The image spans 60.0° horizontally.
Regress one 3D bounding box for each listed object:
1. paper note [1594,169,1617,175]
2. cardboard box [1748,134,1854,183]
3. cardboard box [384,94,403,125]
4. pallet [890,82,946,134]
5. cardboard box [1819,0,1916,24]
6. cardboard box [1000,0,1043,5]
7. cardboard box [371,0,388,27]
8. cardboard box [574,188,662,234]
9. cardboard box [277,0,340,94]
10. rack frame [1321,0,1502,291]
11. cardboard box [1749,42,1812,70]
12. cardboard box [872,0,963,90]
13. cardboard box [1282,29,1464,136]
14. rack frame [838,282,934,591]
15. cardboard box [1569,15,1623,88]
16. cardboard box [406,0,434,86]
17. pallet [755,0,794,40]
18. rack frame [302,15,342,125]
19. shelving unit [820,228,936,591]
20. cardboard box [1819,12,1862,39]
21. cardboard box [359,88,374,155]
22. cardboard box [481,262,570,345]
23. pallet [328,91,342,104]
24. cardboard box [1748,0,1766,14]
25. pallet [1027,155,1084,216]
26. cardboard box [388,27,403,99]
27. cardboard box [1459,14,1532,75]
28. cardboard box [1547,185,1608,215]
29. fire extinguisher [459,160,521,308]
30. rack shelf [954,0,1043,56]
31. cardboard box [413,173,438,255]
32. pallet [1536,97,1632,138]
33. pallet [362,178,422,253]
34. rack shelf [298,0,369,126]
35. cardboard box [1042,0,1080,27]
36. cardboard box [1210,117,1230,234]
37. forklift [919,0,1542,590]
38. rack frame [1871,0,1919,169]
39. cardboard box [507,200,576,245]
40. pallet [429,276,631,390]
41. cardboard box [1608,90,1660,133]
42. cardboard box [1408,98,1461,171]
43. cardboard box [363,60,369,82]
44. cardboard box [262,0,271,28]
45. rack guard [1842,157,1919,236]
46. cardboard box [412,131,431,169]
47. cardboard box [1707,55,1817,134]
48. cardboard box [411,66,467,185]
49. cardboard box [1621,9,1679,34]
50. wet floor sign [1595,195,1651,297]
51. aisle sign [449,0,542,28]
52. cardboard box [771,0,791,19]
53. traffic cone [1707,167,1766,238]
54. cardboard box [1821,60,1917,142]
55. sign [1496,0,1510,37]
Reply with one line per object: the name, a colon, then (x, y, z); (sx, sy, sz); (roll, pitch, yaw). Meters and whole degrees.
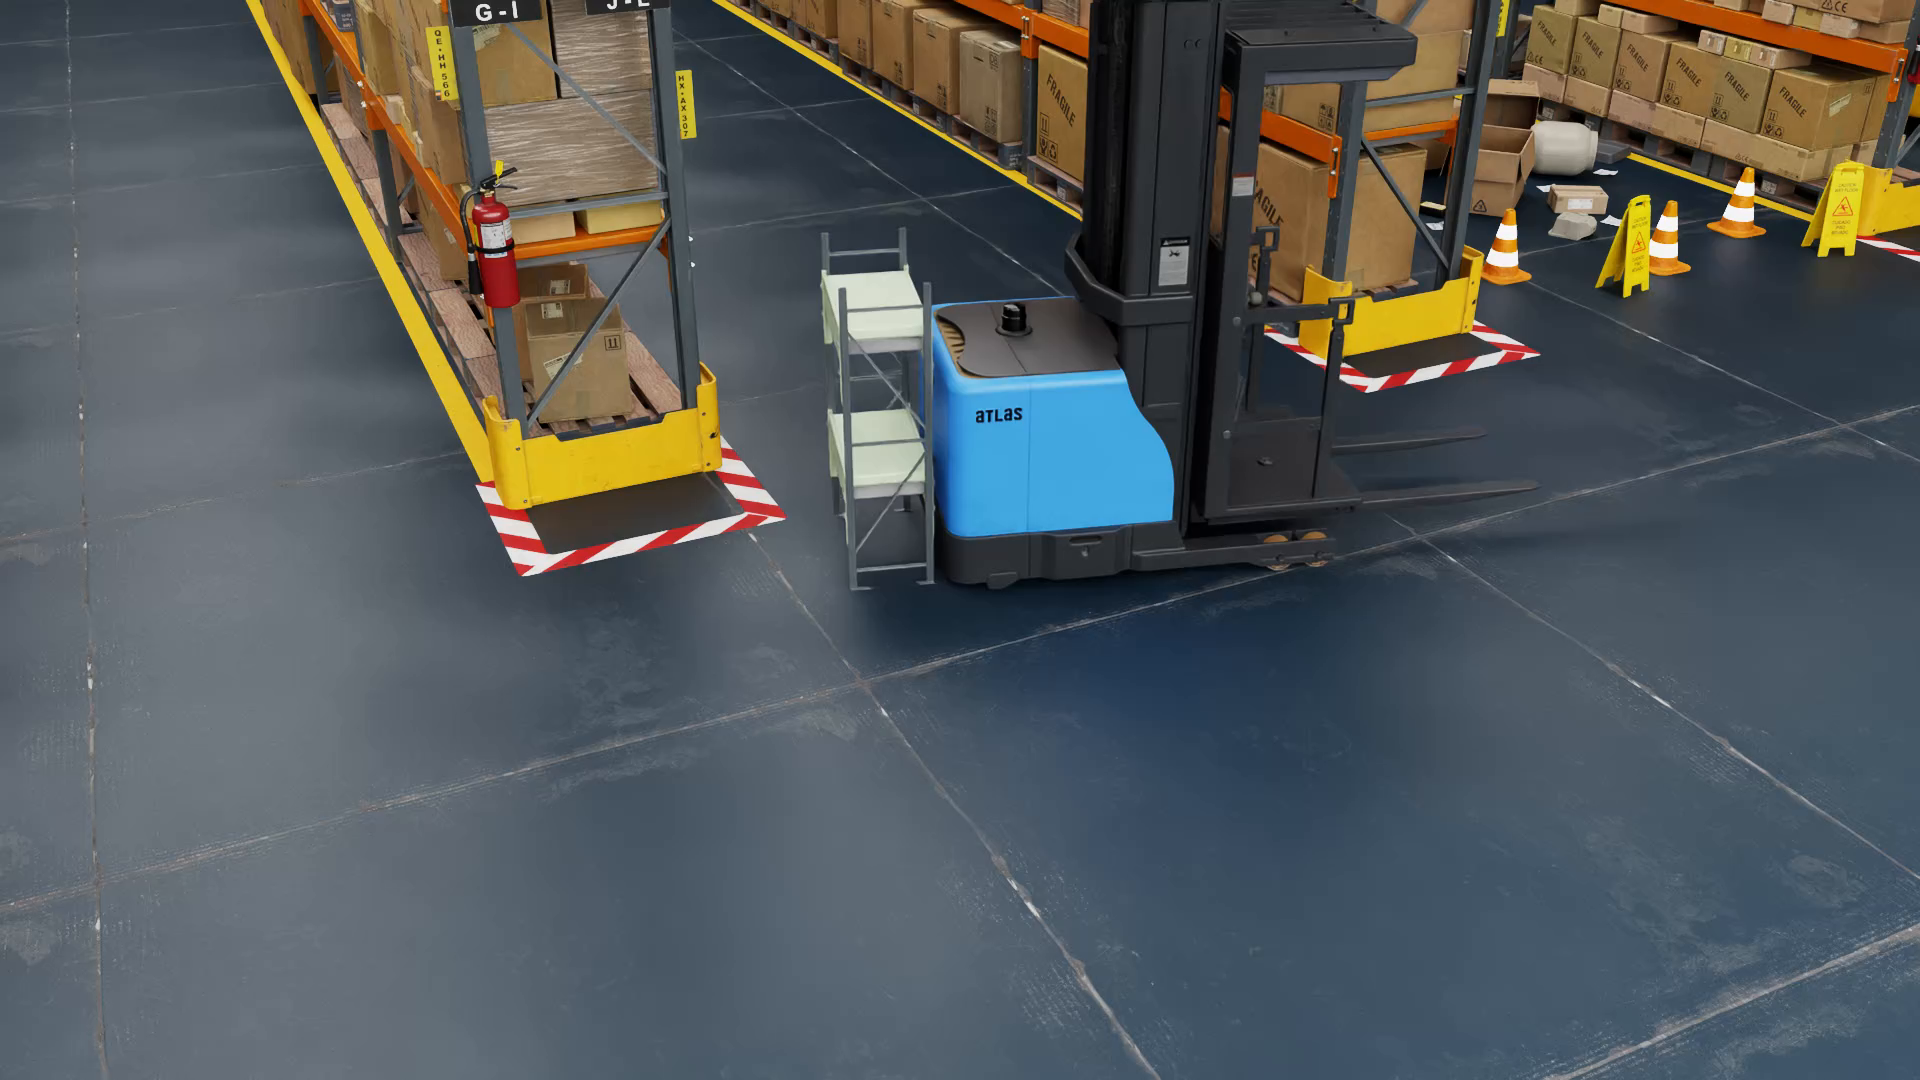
paper note: (5.277, -3.008, 13.584); (0.148, 0.019, 0.142); (26, 38, 38)
cardboard box: (6.521, -2.993, 12.902); (0.500, 0.250, 0.500); (-13, 32, -22)
cardboard box: (-3.311, -2.671, 10.203); (0.380, 0.149, 0.250); (-13, 32, -22)
pallet: (0.050, -4.029, 15.219); (1.003, 0.211, 1.213); (-13, 32, -22)
cardboard box: (6.640, -4.053, 12.004); (0.500, 0.500, 0.500); (-14, 32, -23)
cardboard box: (0.512, -4.599, 13.282); (0.500, 0.500, 0.500); (-13, 32, -22)
cardboard box: (-3.152, -3.300, 9.639); (0.500, 0.500, 0.500); (-13, 32, -22)
cardboard box: (-1.736, -1.683, 8.442); (0.380, 0.149, 0.250); (-13, 32, -22)
cardboard box: (-5.541, -4.716, 15.337); (1.225, 0.875, 0.875); (-15, 32, -24)
rack frame: (2.694, -2.614, 9.844); (1.000, 3.000, 0.127); (-13, 32, -22)
cardboard box: (6.324, -3.739, 12.802); (0.380, 0.149, 0.250); (-12, 31, -21)
cardboard box: (-0.182, -4.676, 15.393); (1.050, 0.750, 0.750); (-13, 32, -21)
cardboard box: (2.494, -2.833, 10.083); (0.875, 0.550, 0.550); (-13, 32, -22)
rack frame: (-0.322, -0.435, 7.492); (0.400, 1.500, 0.023); (-5, 30, -9)
cardboard box: (5.654, -4.224, 14.331); (0.500, 0.500, 0.500); (-12, 31, -20)
cardboard box: (-2.508, -2.637, 8.457); (0.500, 0.500, 0.500); (-13, 32, -22)
pallet: (-1.594, -5.815, 18.404); (1.003, 0.211, 1.213); (-13, 32, -22)
rack frame: (-5.263, -5.151, 14.369); (1.000, 3.000, 0.127); (-13, 32, -22)
shelving unit: (-0.385, -0.612, 7.807); (0.431, 1.500, 0.755); (-5, 30, -9)
cardboard box: (6.559, -3.797, 12.211); (0.380, 0.149, 0.250); (-13, 32, -23)
cardboard box: (-4.458, -3.469, 13.476); (0.700, 0.500, 0.500); (-10, 31, -18)
cardboard box: (-2.621, -1.526, 10.032); (0.500, 0.500, 0.500); (-10, 31, -17)
pallet: (-5.534, -4.299, 15.700); (1.003, 0.211, 1.213); (-13, 32, -22)
cardboard box: (6.347, -4.165, 12.867); (0.380, 0.149, 0.250); (-13, 32, -21)
pallet: (1.233, -2.812, 13.049); (1.003, 0.211, 1.213); (-13, 32, -22)
cardboard box: (-2.920, -2.917, 9.979); (0.875, 0.500, 0.500); (-13, 32, -22)
cardboard box: (5.177, -4.733, 15.881); (0.950, 0.372, 0.625); (-13, 32, -21)
cardboard box: (4.735, -2.609, 12.750); (0.380, 0.149, 0.250); (2, 29, 4)
fire extinguisher: (-2.196, -1.436, 7.823); (0.296, 0.674, 0.183); (-13, 32, -22)
rack shelf: (0.118, -4.950, 14.747); (1.077, 0.370, 4.000); (-13, 32, -22)
cardboard box: (-3.410, -2.292, 11.396); (0.500, 0.500, 0.500); (-14, 32, -23)
pallet: (5.725, -3.959, 15.095); (1.003, 0.211, 1.213); (-13, 32, -22)
pallet: (-3.882, -2.511, 12.512); (1.003, 0.211, 1.213); (-13, 32, -22)
rack shelf: (-4.405, -3.953, 12.969); (1.077, 0.370, 4.000); (-13, 32, -22)
cardboard box: (1.146, -4.286, 12.672); (0.875, 0.550, 0.550); (-13, 32, -22)
cardboard box: (1.964, -2.544, 11.463); (0.875, 0.875, 0.875); (-14, 32, -23)
forklift: (1.350, -1.383, 7.719); (3.031, 2.935, 1.130); (-5, 30, -9)
rack frame: (7.122, -3.698, 11.777); (1.000, 3.000, 0.127); (-13, 32, -22)
cardboard box: (-2.138, -1.590, 8.275); (0.380, 0.149, 0.250); (-13, 32, -22)
pallet: (-2.698, -1.339, 10.421); (1.003, 0.211, 1.213); (-13, 32, -22)
cardboard box: (5.883, -3.664, 14.099); (0.500, 0.250, 0.500); (-14, 32, -23)
cardboard box: (3.672, -3.324, 13.524); (0.797, 0.637, 0.503); (-13, 32, -22)
cardboard box: (-3.725, -3.116, 10.997); (0.380, 0.149, 0.250); (-13, 32, -22)
cardboard box: (-6.688, -5.896, 17.440); (1.225, 0.875, 0.875); (-13, 32, -22)
rack guard: (7.089, -2.641, 12.448); (1.175, 0.500, 0.348); (-13, 32, -22)
cardboard box: (-2.876, -2.230, 9.417); (0.380, 0.149, 0.250); (-13, 32, -22)
cardboard box: (6.315, -3.538, 13.107); (0.500, 0.500, 0.500); (-12, 31, -20)
cardboard box: (-2.363, -2.235, 8.762); (0.875, 0.500, 0.500); (-13, 32, -22)
cardboard box: (5.754, -4.328, 13.854); (0.380, 0.149, 0.250); (-11, 31, -19)
wet floor sign: (4.495, -1.990, 11.139); (0.267, 0.644, 0.232); (-19, 35, -30)
aisle sign: (-2.073, -2.660, 7.270); (0.394, 0.787, 0.004); (-13, 32, -22)
cardboard box: (-1.720, -5.937, 17.896); (0.500, 0.500, 0.500); (-15, 32, -24)
traffic cone: (5.772, -2.510, 12.253); (0.336, 0.463, 0.334); (-13, 32, -22)
cardboard box: (7.014, -3.433, 12.921); (0.500, 0.500, 0.500); (-14, 32, -24)
sign: (3.198, -3.140, 9.816); (0.100, 0.325, 0.005); (-13, 32, -22)
